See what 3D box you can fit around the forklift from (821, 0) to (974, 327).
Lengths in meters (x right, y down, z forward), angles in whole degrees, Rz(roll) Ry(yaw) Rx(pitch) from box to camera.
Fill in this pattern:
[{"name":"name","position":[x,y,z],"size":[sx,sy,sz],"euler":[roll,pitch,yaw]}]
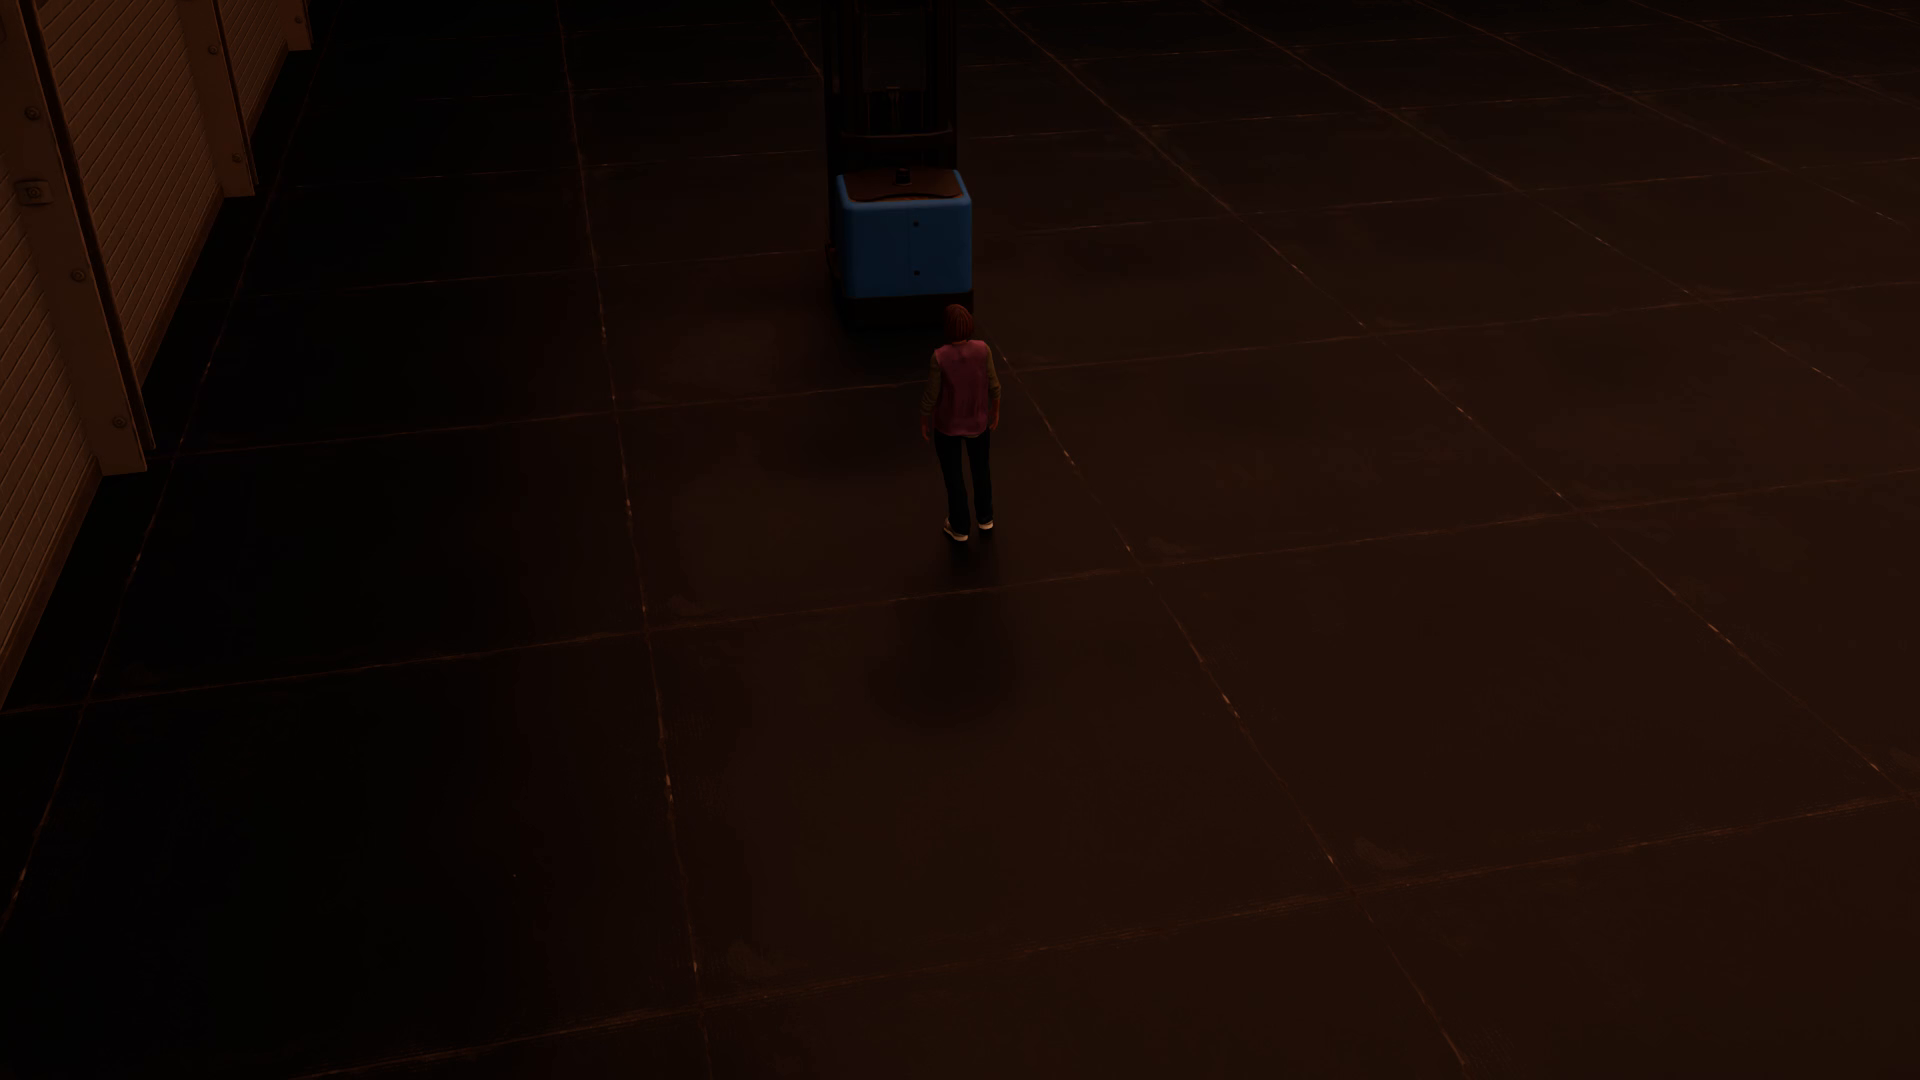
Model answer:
[{"name":"forklift","position":[-0.605,-3.693,13.954],"size":[1.130,2.935,3.031],"euler":[-4,30,-7]}]

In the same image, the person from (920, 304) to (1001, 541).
[{"name":"person","position":[-0.003,-0.735,10.161],"size":[0.520,1.597,0.476],"euler":[-7,31,-12]}]
